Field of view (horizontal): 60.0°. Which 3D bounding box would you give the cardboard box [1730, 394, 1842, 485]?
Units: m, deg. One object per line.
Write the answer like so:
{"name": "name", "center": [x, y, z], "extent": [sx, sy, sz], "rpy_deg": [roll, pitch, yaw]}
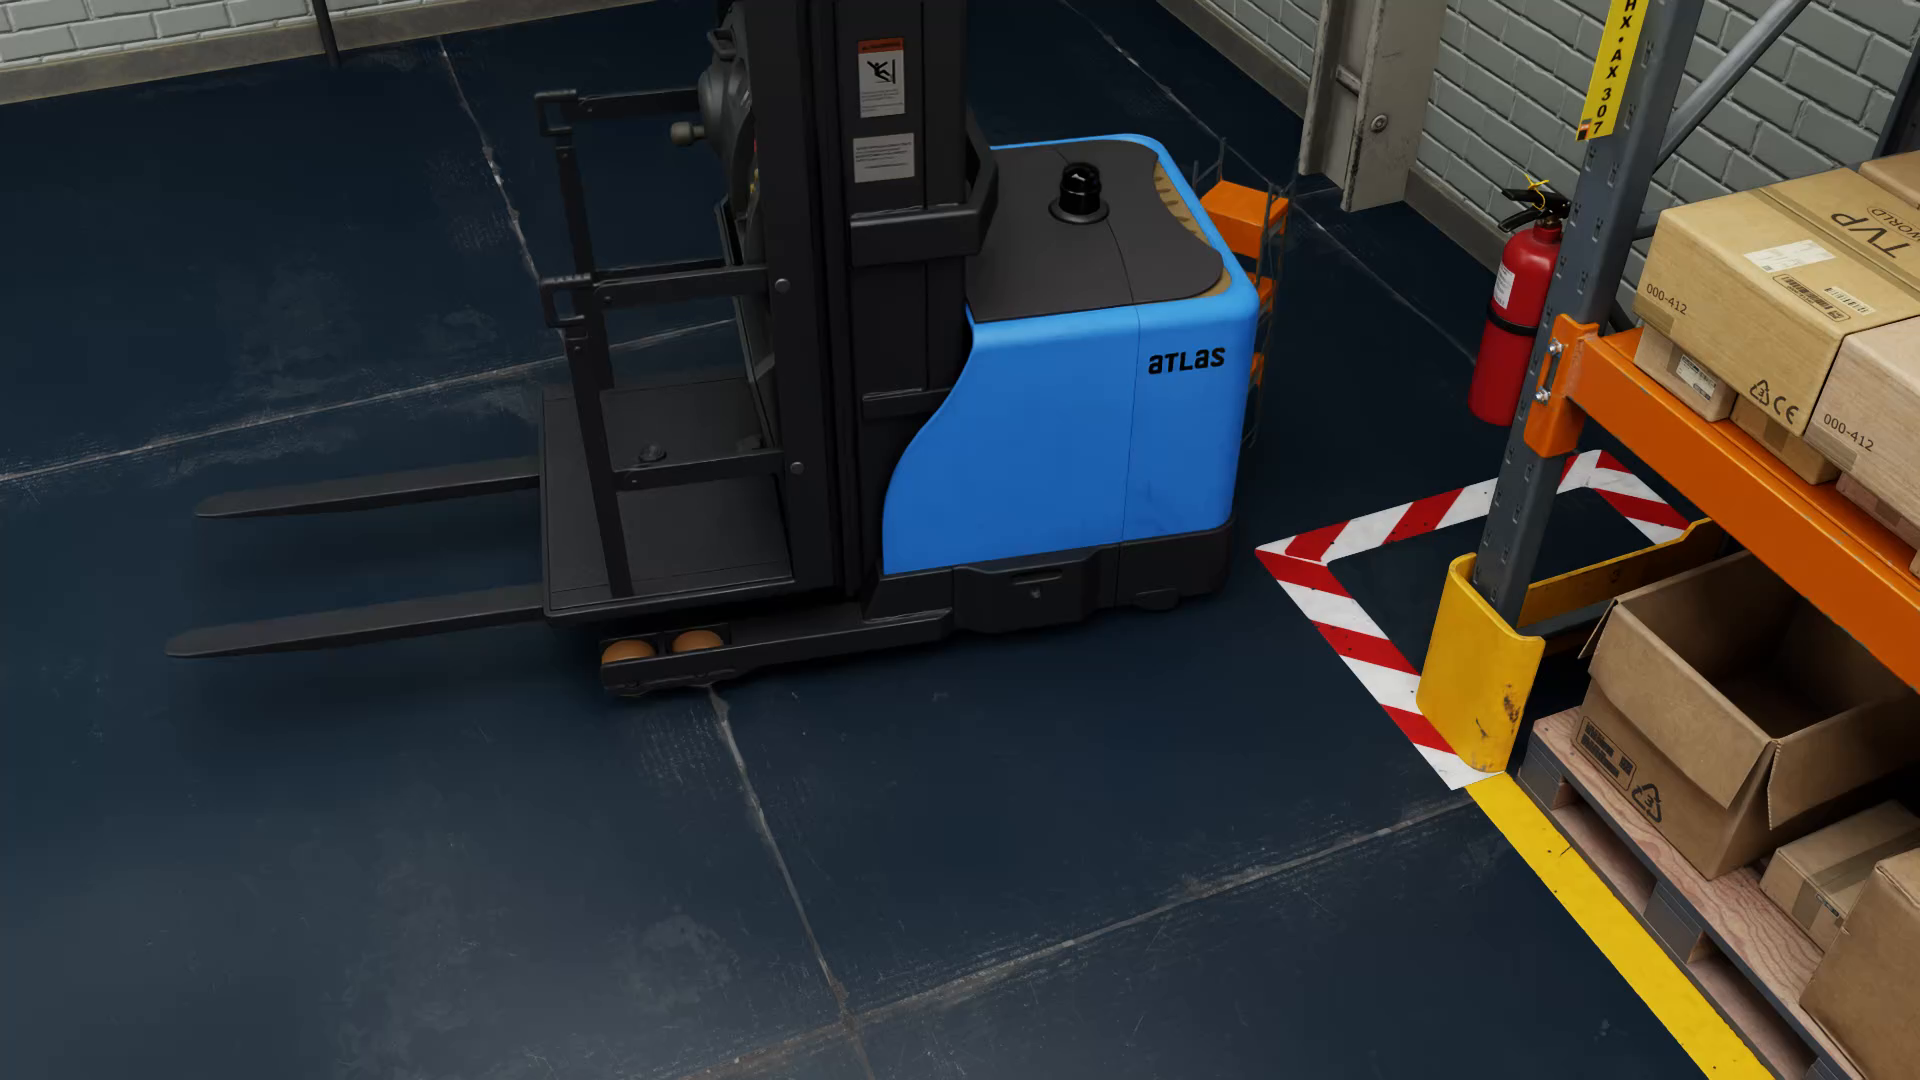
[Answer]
{"name": "cardboard box", "center": [1.861, -0.283, 3.471], "extent": [0.380, 0.149, 0.250], "rpy_deg": [-14, 43, -16]}

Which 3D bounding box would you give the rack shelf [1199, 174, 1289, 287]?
{"name": "rack shelf", "center": [0.852, -0.937, 5.111], "extent": [0.240, 0.259, 0.215], "rpy_deg": [23, 44, 24]}

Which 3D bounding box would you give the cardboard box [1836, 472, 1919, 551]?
{"name": "cardboard box", "center": [1.994, -0.133, 3.297], "extent": [0.380, 0.149, 0.250], "rpy_deg": [-16, 43, -17]}

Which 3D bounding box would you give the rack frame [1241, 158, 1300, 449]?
{"name": "rack frame", "center": [0.951, -0.683, 5.235], "extent": [0.008, 1.050, 0.200], "rpy_deg": [23, 44, 24]}

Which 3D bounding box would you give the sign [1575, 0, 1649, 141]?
{"name": "sign", "center": [1.348, -0.979, 3.424], "extent": [0.100, 0.325, 0.005], "rpy_deg": [-15, 43, -17]}

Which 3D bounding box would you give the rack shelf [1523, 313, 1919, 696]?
{"name": "rack shelf", "center": [2.614, 0.692, 2.697], "extent": [1.077, 0.370, 4.000], "rpy_deg": [-15, 43, -17]}

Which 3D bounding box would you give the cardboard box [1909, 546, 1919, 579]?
{"name": "cardboard box", "center": [2.034, 0.035, 3.102], "extent": [0.380, 0.149, 0.250], "rpy_deg": [-14, 43, -16]}

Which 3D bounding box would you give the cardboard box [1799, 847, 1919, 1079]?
{"name": "cardboard box", "center": [2.287, 0.919, 3.476], "extent": [0.700, 0.500, 0.500], "rpy_deg": [-13, 42, -15]}

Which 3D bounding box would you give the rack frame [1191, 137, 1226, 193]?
{"name": "rack frame", "center": [0.746, -0.769, 5.335], "extent": [0.008, 1.050, 0.200], "rpy_deg": [23, 44, 24]}

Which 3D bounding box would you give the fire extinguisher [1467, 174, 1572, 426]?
{"name": "fire extinguisher", "center": [1.366, -0.589, 3.979], "extent": [0.296, 0.674, 0.183], "rpy_deg": [-15, 43, -17]}

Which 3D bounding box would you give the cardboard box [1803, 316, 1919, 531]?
{"name": "cardboard box", "center": [1.967, -0.198, 3.066], "extent": [0.500, 0.250, 0.500], "rpy_deg": [-15, 43, -16]}

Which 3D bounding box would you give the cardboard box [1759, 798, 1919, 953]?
{"name": "cardboard box", "center": [2.122, 0.793, 3.891], "extent": [0.380, 0.149, 0.250], "rpy_deg": [-17, 43, -19]}

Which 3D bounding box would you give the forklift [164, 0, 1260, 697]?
{"name": "forklift", "center": [-0.761, -1.043, 4.215], "extent": [3.031, 2.935, 1.130], "rpy_deg": [-8, 41, -9]}

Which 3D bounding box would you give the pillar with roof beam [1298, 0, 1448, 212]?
{"name": "pillar with roof beam", "center": [-2.327, -3.836, 2.809], "extent": [9.100, 9.000, 0.400], "rpy_deg": [-15, 43, -17]}

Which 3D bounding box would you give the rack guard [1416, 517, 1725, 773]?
{"name": "rack guard", "center": [1.878, 0.208, 4.625], "extent": [1.175, 0.500, 0.348], "rpy_deg": [-15, 43, -17]}

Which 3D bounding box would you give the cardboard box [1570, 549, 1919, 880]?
{"name": "cardboard box", "center": [1.995, 0.393, 4.085], "extent": [0.797, 0.503, 0.637], "rpy_deg": [-17, 43, -19]}

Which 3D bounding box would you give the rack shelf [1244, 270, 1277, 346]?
{"name": "rack shelf", "center": [0.848, -0.718, 5.292], "extent": [0.240, 0.259, 0.215], "rpy_deg": [23, 44, 24]}

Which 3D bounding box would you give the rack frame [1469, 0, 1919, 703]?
{"name": "rack frame", "center": [1.849, -0.786, 3.863], "extent": [1.000, 3.000, 0.127], "rpy_deg": [-15, 43, -17]}

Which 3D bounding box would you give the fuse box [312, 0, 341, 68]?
{"name": "fuse box", "center": [-2.918, -2.884, 7.291], "extent": [0.539, 1.711, 0.414], "rpy_deg": [-15, 43, -17]}

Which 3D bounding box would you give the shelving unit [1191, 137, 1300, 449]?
{"name": "shelving unit", "center": [0.848, -0.726, 5.285], "extent": [0.252, 1.050, 0.215], "rpy_deg": [23, 44, 24]}

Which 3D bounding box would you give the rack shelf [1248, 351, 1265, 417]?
{"name": "rack shelf", "center": [0.844, -0.504, 5.469], "extent": [0.240, 0.259, 0.215], "rpy_deg": [23, 44, 24]}

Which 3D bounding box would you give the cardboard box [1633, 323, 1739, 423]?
{"name": "cardboard box", "center": [1.721, -0.424, 3.636], "extent": [0.380, 0.149, 0.250], "rpy_deg": [-15, 43, -17]}

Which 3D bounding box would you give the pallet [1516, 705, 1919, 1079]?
{"name": "pallet", "center": [2.184, 0.797, 4.161], "extent": [1.003, 0.211, 1.213], "rpy_deg": [-15, 43, -17]}

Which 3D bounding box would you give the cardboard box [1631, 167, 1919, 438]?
{"name": "cardboard box", "center": [1.774, -0.501, 3.419], "extent": [0.500, 0.250, 0.500], "rpy_deg": [-15, 43, -17]}

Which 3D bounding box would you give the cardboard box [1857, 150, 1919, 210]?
{"name": "cardboard box", "center": [2.270, -0.631, 3.570], "extent": [0.500, 0.250, 0.500], "rpy_deg": [-14, 43, -16]}
